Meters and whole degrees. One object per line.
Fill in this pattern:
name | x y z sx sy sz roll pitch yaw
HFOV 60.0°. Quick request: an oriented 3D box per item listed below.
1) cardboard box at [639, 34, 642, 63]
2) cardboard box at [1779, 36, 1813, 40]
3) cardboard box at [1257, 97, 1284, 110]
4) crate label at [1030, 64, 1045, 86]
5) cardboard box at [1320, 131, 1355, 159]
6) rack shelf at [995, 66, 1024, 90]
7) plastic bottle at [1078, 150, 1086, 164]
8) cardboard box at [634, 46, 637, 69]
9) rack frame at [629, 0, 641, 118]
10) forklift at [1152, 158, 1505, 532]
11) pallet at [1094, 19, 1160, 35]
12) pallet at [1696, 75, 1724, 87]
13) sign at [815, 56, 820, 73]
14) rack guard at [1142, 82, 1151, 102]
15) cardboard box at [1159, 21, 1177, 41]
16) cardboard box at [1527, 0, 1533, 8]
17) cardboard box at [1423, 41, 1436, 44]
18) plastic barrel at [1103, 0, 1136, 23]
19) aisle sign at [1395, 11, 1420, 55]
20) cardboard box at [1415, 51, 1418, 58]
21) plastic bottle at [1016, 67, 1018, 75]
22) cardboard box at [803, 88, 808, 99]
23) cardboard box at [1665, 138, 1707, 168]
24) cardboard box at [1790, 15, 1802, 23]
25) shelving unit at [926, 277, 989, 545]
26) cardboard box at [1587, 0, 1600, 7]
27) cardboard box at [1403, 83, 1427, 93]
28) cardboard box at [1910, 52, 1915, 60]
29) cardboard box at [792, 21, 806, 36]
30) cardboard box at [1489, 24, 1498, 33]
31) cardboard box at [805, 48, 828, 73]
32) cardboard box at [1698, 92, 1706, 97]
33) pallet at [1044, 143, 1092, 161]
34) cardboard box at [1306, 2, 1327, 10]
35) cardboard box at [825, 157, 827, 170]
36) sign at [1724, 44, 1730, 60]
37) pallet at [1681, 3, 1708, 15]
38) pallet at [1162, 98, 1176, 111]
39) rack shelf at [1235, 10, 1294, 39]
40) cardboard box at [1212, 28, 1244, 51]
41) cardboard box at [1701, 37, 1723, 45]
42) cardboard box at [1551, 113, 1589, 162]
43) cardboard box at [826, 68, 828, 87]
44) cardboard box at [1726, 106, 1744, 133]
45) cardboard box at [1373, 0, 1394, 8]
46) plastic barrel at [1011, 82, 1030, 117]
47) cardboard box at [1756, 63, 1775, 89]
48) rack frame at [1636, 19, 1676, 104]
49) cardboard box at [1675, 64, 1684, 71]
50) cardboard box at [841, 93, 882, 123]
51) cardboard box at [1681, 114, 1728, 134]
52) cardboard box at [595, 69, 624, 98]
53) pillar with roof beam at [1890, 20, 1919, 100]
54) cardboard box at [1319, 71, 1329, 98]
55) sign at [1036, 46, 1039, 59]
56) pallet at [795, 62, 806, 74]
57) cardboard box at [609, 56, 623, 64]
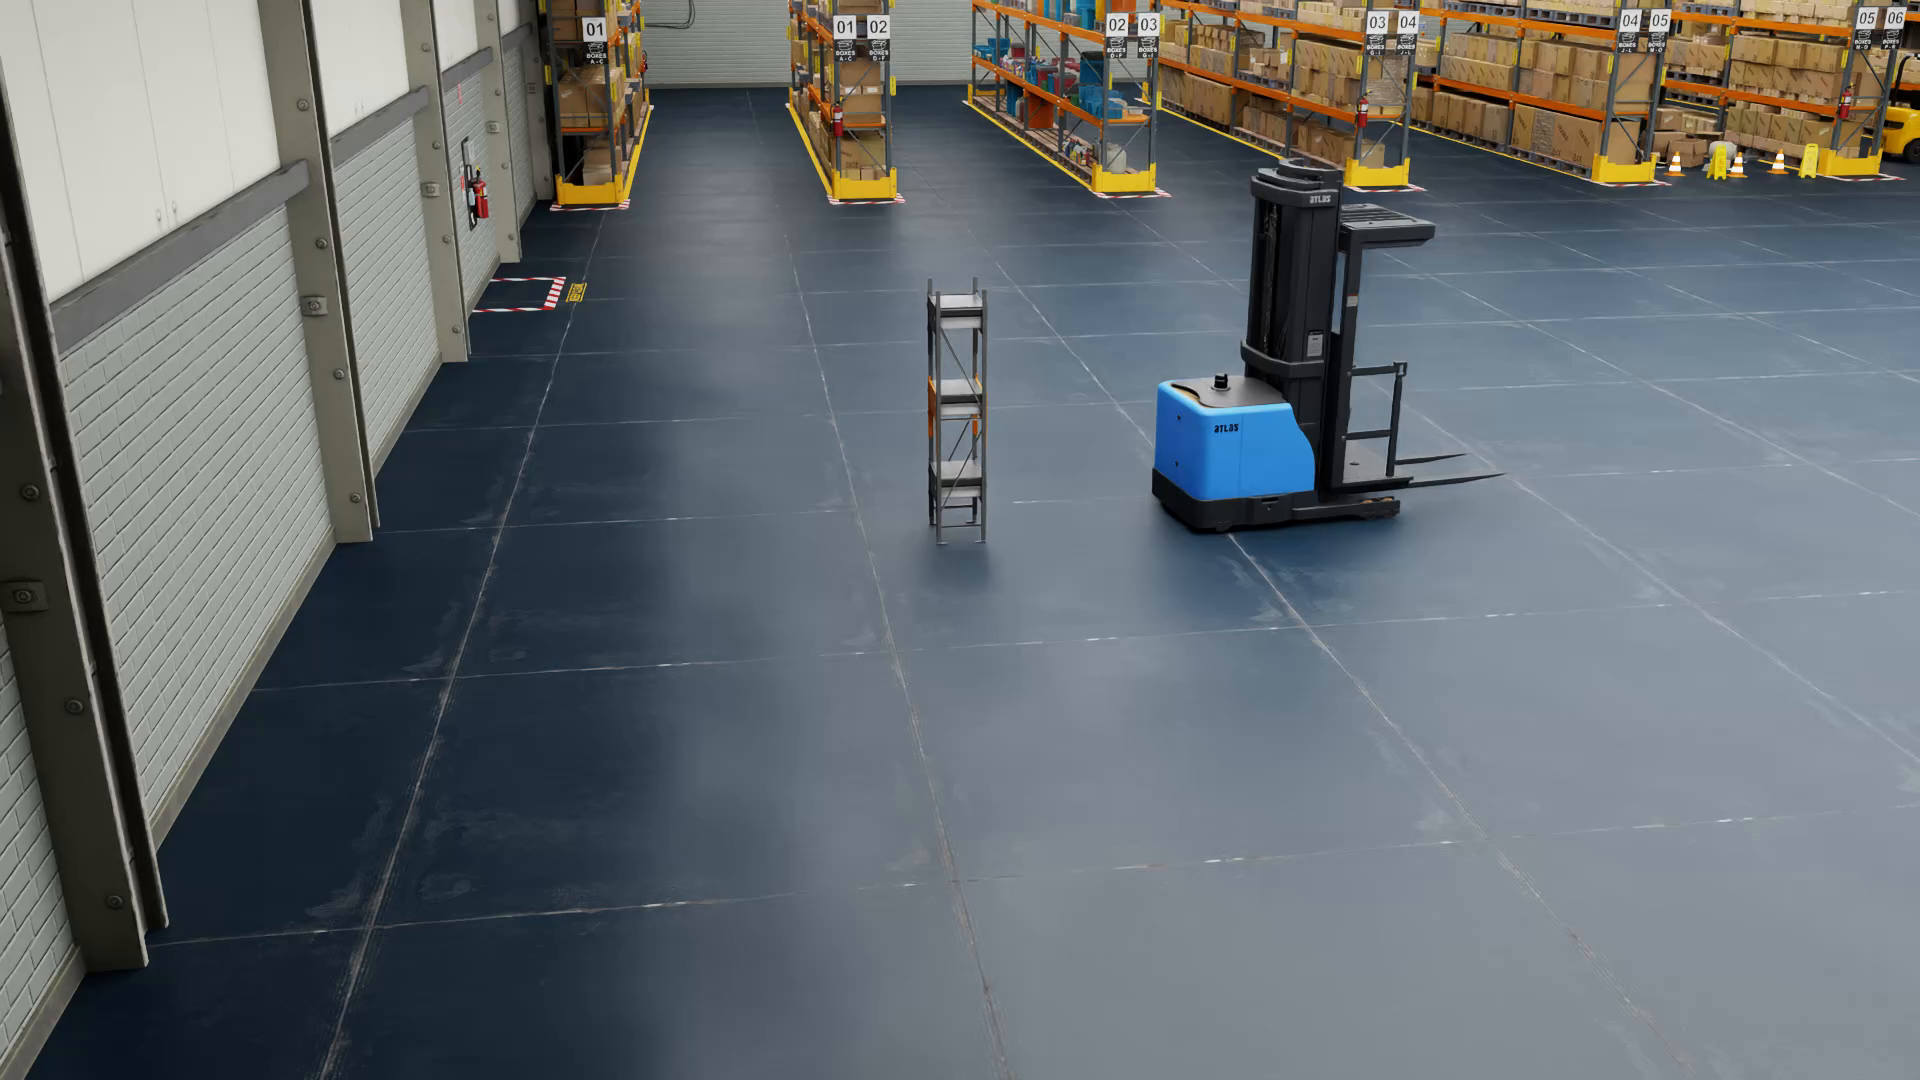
cardboard box | -8.772 -12.742 43.115 0.980 0.700 0.700 -3 21 -8
cardboard box | 21.187 -12.560 42.311 0.797 0.503 0.637 -3 21 -9
cardboard box | 7.100 -9.981 38.024 0.500 0.250 0.500 -1 20 -2
crate label | 1.861 -10.417 37.270 0.502 0.435 0.616 -3 21 -8
cardboard box | 7.739 -8.099 34.087 0.500 0.500 0.500 -5 21 -13
rack shelf | 1.698 -11.114 40.213 1.077 0.370 4.000 -3 21 -8
plastic bottle | 2.431 -7.621 33.098 0.152 0.276 0.135 -3 21 -7
cardboard box | -7.995 -11.516 39.665 0.500 0.500 0.500 -3 21 -7
rack frame | -8.394 -11.644 40.604 1.000 3.000 0.127 -3 21 -8
forklift | 3.261 -1.717 14.124 3.031 2.935 1.130 -6 21 -15
pallet | 3.117 -9.597 31.106 1.003 0.211 1.213 -3 21 -8
pallet | 17.304 -10.305 37.294 1.003 0.211 1.213 -3 21 -8
sign | -2.875 -9.599 33.589 0.100 0.325 0.005 -3 21 -8
rack guard | 5.730 -12.615 46.778 1.175 0.500 0.348 -3 21 -8
cardboard box | 5.608 -13.845 45.216 0.500 0.500 0.500 -3 21 -9
cardboard box | 12.102 -11.226 34.815 0.380 0.149 0.250 -3 21 -9
cardboard box | 11.712 -12.292 41.249 0.380 0.149 0.250 -3 21 -9
plastic barrel | 2.943 -9.953 30.577 0.600 0.830 0.708 -3 21 -8
aisle sign | 8.346 -9.450 31.014 0.394 0.787 0.004 -3 21 -8
cardboard box | 11.207 -11.773 40.284 0.380 0.149 0.250 -2 21 -6
plastic bottle | 1.375 -11.140 39.541 0.097 0.201 0.097 0 20 0
cardboard box | -3.520 -10.755 40.097 0.500 0.250 0.500 -3 21 -8
cardboard box | 15.088 -8.049 34.548 0.637 0.503 0.797 17 27 39
cardboard box | 17.253 -10.665 34.054 0.380 0.149 0.250 -3 21 -8
shelving unit | -0.024 -1.041 13.502 0.431 2.100 0.503 -3 21 -8
cardboard box | 12.545 -10.500 32.301 0.500 0.250 0.500 -3 21 -8
cardboard box | 11.311 -11.175 41.250 0.500 0.250 0.500 -2 21 -6
cardboard box | 21.874 -11.008 37.833 0.380 0.149 0.250 -3 21 -8
cardboard box | -4.116 -13.274 43.397 0.500 0.500 0.500 -3 21 -7
cardboard box | 15.328 -14.612 46.981 0.500 0.500 0.500 -3 21 -9
cardboard box | -3.119 -10.966 38.046 0.700 0.500 0.500 -10 23 -26
cardboard box | 20.606 -12.362 45.835 0.396 0.266 0.258 -2 21 -6
pallet | 2.411 -8.337 35.736 1.003 0.211 1.213 -3 21 -8
cardboard box | 7.311 -10.928 34.045 0.380 0.149 0.250 -4 21 -10
cardboard box | -2.361 -7.338 32.406 0.500 0.250 0.500 -3 21 -8
sign | 16.721 -10.636 36.252 0.100 0.325 0.005 -3 21 -8
pallet | 17.134 -12.018 37.588 1.213 0.211 1.003 -3 21 -8
pallet | 6.099 -11.777 44.947 1.003 0.211 1.213 -3 21 -8
rack shelf | 7.175 -11.384 36.649 1.077 0.370 4.000 -3 21 -8
cardboard box | 6.603 -12.236 40.615 0.797 0.503 0.637 -2 21 -6
cardboard box | 16.868 -11.196 37.311 0.380 0.149 0.250 -4 21 -9
cardboard box | 12.671 -8.191 33.796 0.875 0.875 0.875 -3 21 -9
cardboard box | -2.582 -9.794 35.509 0.500 0.500 0.500 -3 21 -8
cardboard box | 17.088 -9.165 36.226 0.500 0.500 0.500 -2 21 -5
cardboard box | 8.094 -10.591 32.217 0.500 0.500 0.500 -3 21 -8
plastic barrel | 1.573 -10.923 41.072 0.600 0.901 0.708 -3 21 -8
cardboard box | 17.213 -9.796 35.088 0.500 0.500 0.500 -3 21 -8
rack frame | 16.694 -11.508 40.241 1.000 3.000 0.127 -3 21 -8
cardboard box | 16.741 -10.903 38.380 0.380 0.149 0.250 -2 21 -6
cardboard box | -1.818 -7.949 30.569 0.700 0.500 0.500 -3 21 -8
cardboard box | 17.085 -9.519 38.071 0.950 0.372 0.625 -2 21 -4
cardboard box | -6.789 -8.843 32.221 0.500 0.500 0.500 -3 21 -8
pillar with roof beam | 18.425 -13.947 38.196 9.100 9.000 0.400 -3 21 -8
cardboard box | 7.708 -9.132 33.312 0.875 0.500 0.500 -3 21 -8
sign | 1.954 -12.300 41.966 0.100 0.325 0.005 -3 21 -8
pallet | -3.486 -11.523 40.554 1.003 0.211 1.213 -3 21 -8
cardboard box | -7.633 -10.157 35.852 0.700 0.500 0.500 -5 21 -13
